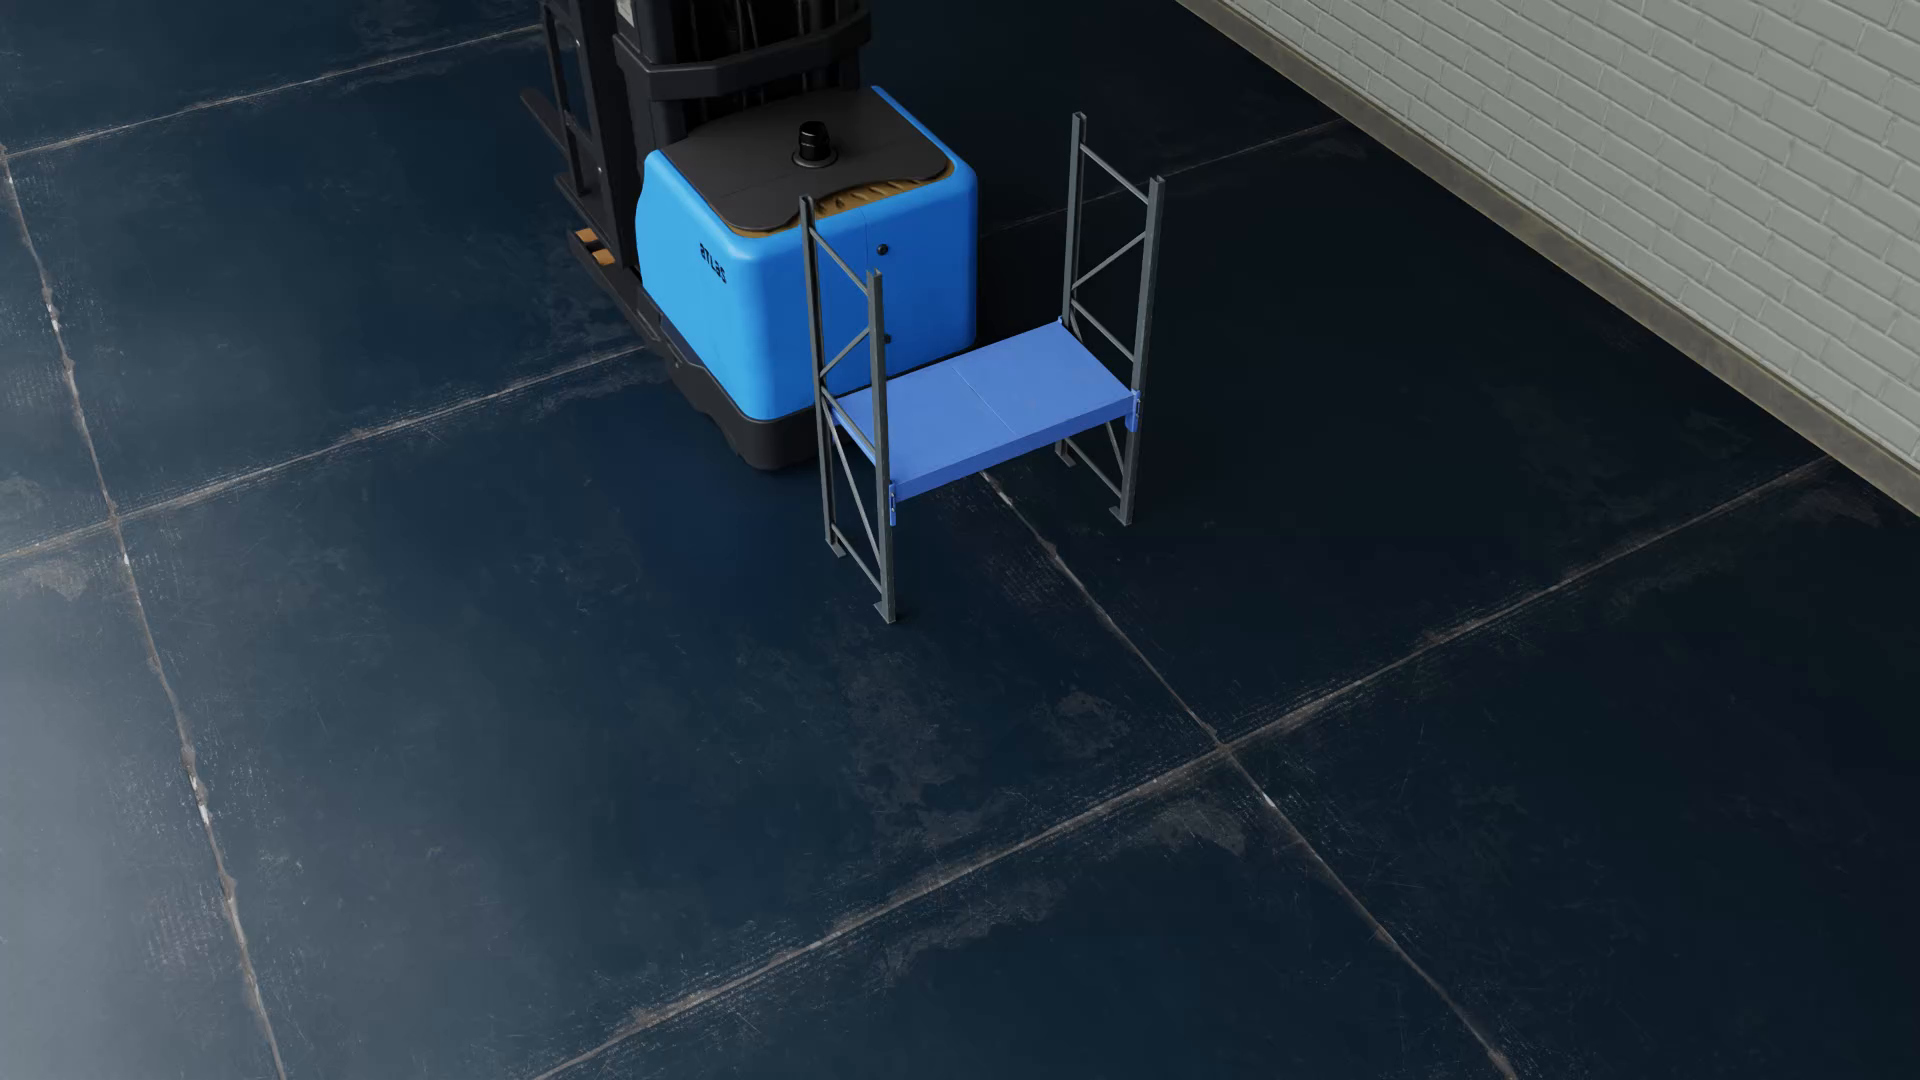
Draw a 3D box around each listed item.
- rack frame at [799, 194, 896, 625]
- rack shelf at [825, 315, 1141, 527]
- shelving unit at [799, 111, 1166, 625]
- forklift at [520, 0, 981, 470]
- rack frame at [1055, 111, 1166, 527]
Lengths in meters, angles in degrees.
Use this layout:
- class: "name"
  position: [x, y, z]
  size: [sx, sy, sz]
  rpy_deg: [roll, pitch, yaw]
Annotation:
- class: "rack frame"
  position: [-0.367, -0.391, 5.576]
  size: [0.032, 1.500, 0.500]
  rpy_deg: [-22, 48, -21]
- class: "rack shelf"
  position: [0.074, -0.439, 5.883]
  size: [1.000, 0.185, 0.538]
  rpy_deg: [-22, 48, -21]
- class: "shelving unit"
  position: [0.074, -0.568, 5.758]
  size: [1.048, 1.500, 0.538]
  rpy_deg: [-22, 48, -21]
- class: "forklift"
  position: [-1.108, -2.333, 6.549]
  size: [1.130, 2.935, 3.031]
  rpy_deg: [-23, 49, -22]
- class: "rack frame"
  position: [0.515, -0.744, 5.940]
  size: [0.032, 1.500, 0.500]
  rpy_deg: [-22, 48, -21]
